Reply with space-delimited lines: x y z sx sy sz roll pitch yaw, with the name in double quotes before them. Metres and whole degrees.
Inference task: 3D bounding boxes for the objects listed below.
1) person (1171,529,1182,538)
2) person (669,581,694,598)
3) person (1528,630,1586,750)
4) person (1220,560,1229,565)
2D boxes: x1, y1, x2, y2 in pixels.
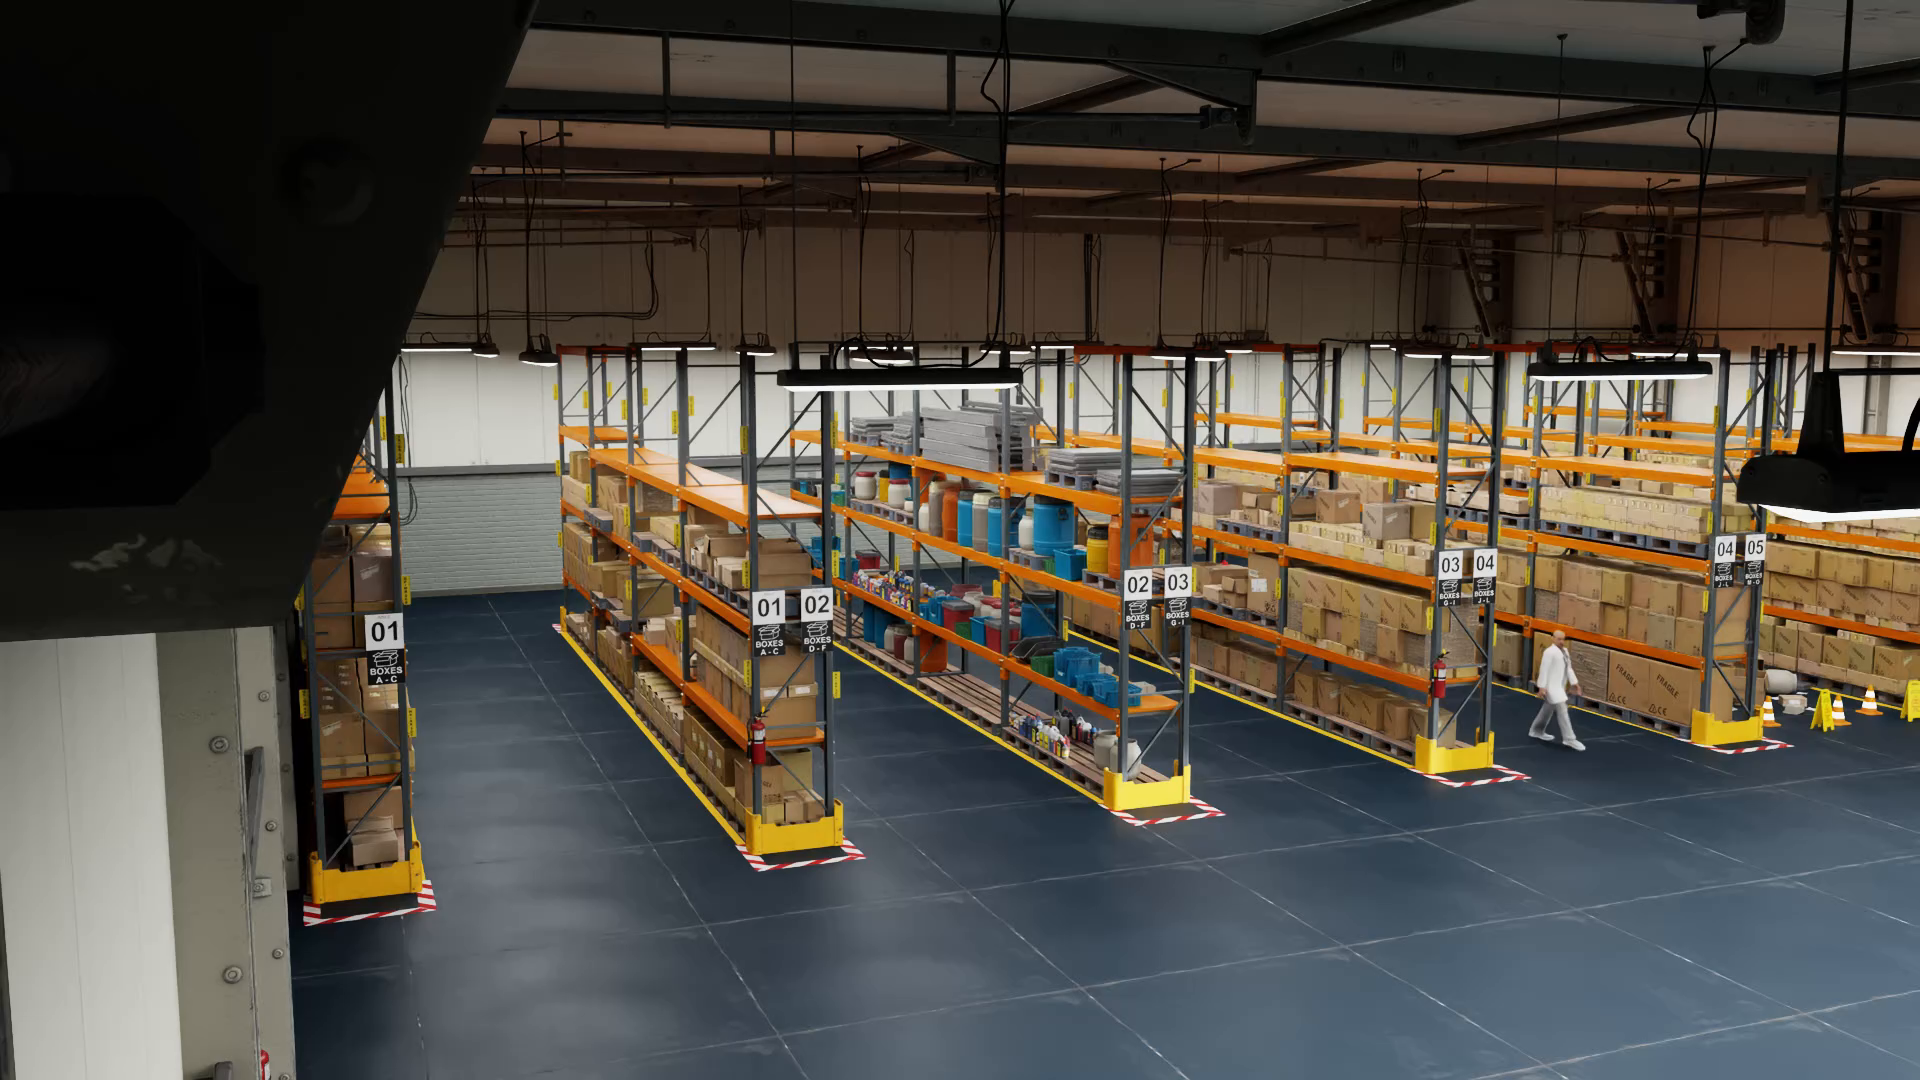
"person" 5.464 0.194 41.342 0.800 1.774 0.537 -3 8 -20
"person" -6.615 0.605 39.012 0.833 1.531 0.404 -1 7 -9
"person" 9.112 2.243 25.272 0.949 1.764 0.604 7 10 43
"person" 5.322 1.227 33.699 0.697 1.683 0.623 -1 7 -11
